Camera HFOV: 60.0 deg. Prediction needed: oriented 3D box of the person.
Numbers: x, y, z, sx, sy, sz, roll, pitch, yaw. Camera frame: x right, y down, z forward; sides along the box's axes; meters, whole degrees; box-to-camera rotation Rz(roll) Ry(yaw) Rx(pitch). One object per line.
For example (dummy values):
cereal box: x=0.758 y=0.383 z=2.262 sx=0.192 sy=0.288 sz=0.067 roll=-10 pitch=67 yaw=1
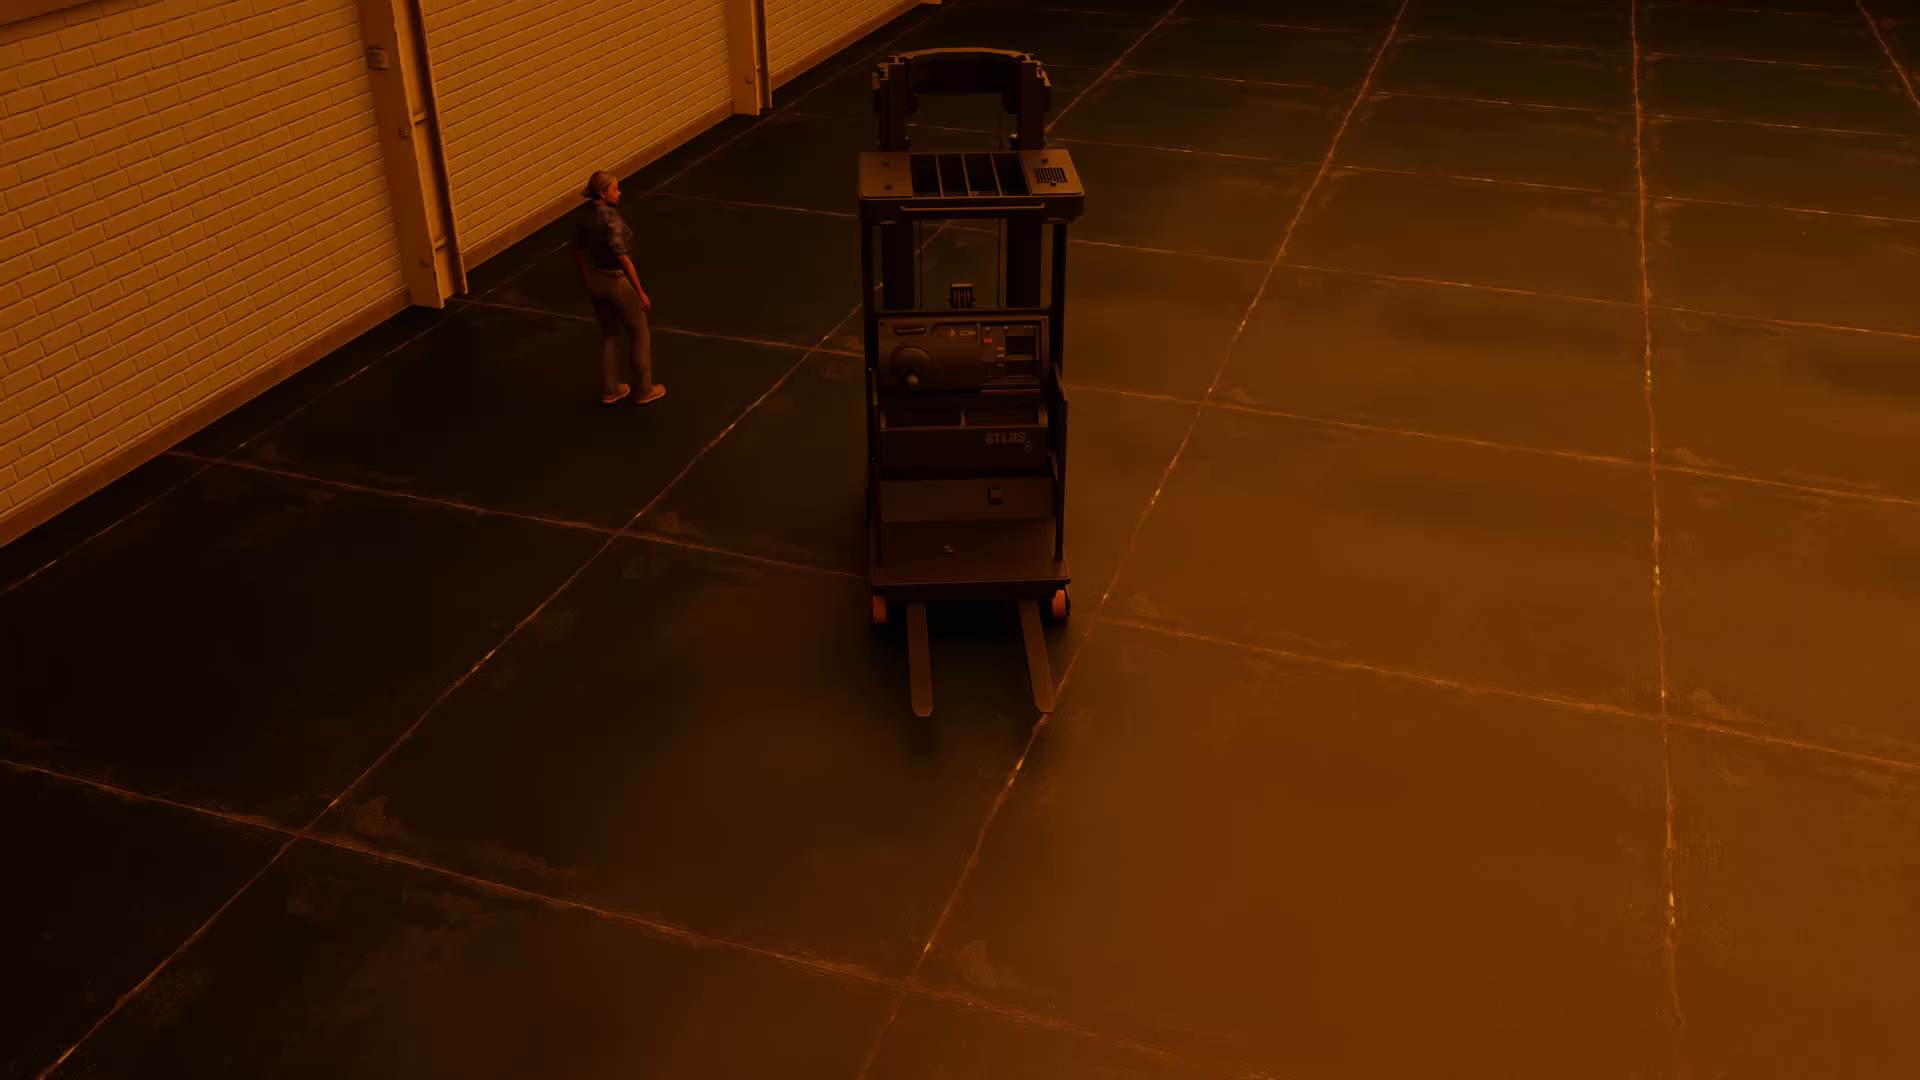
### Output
person: x=-2.349 y=-1.739 z=11.480 sx=0.607 sy=1.655 sz=0.412 roll=17 pitch=34 yaw=27

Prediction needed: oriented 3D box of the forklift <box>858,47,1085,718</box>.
forklift: x=0.035 y=-0.972 z=8.842 sx=1.130 sy=2.935 sz=3.031 roll=-2 pitch=30 yaw=-3
